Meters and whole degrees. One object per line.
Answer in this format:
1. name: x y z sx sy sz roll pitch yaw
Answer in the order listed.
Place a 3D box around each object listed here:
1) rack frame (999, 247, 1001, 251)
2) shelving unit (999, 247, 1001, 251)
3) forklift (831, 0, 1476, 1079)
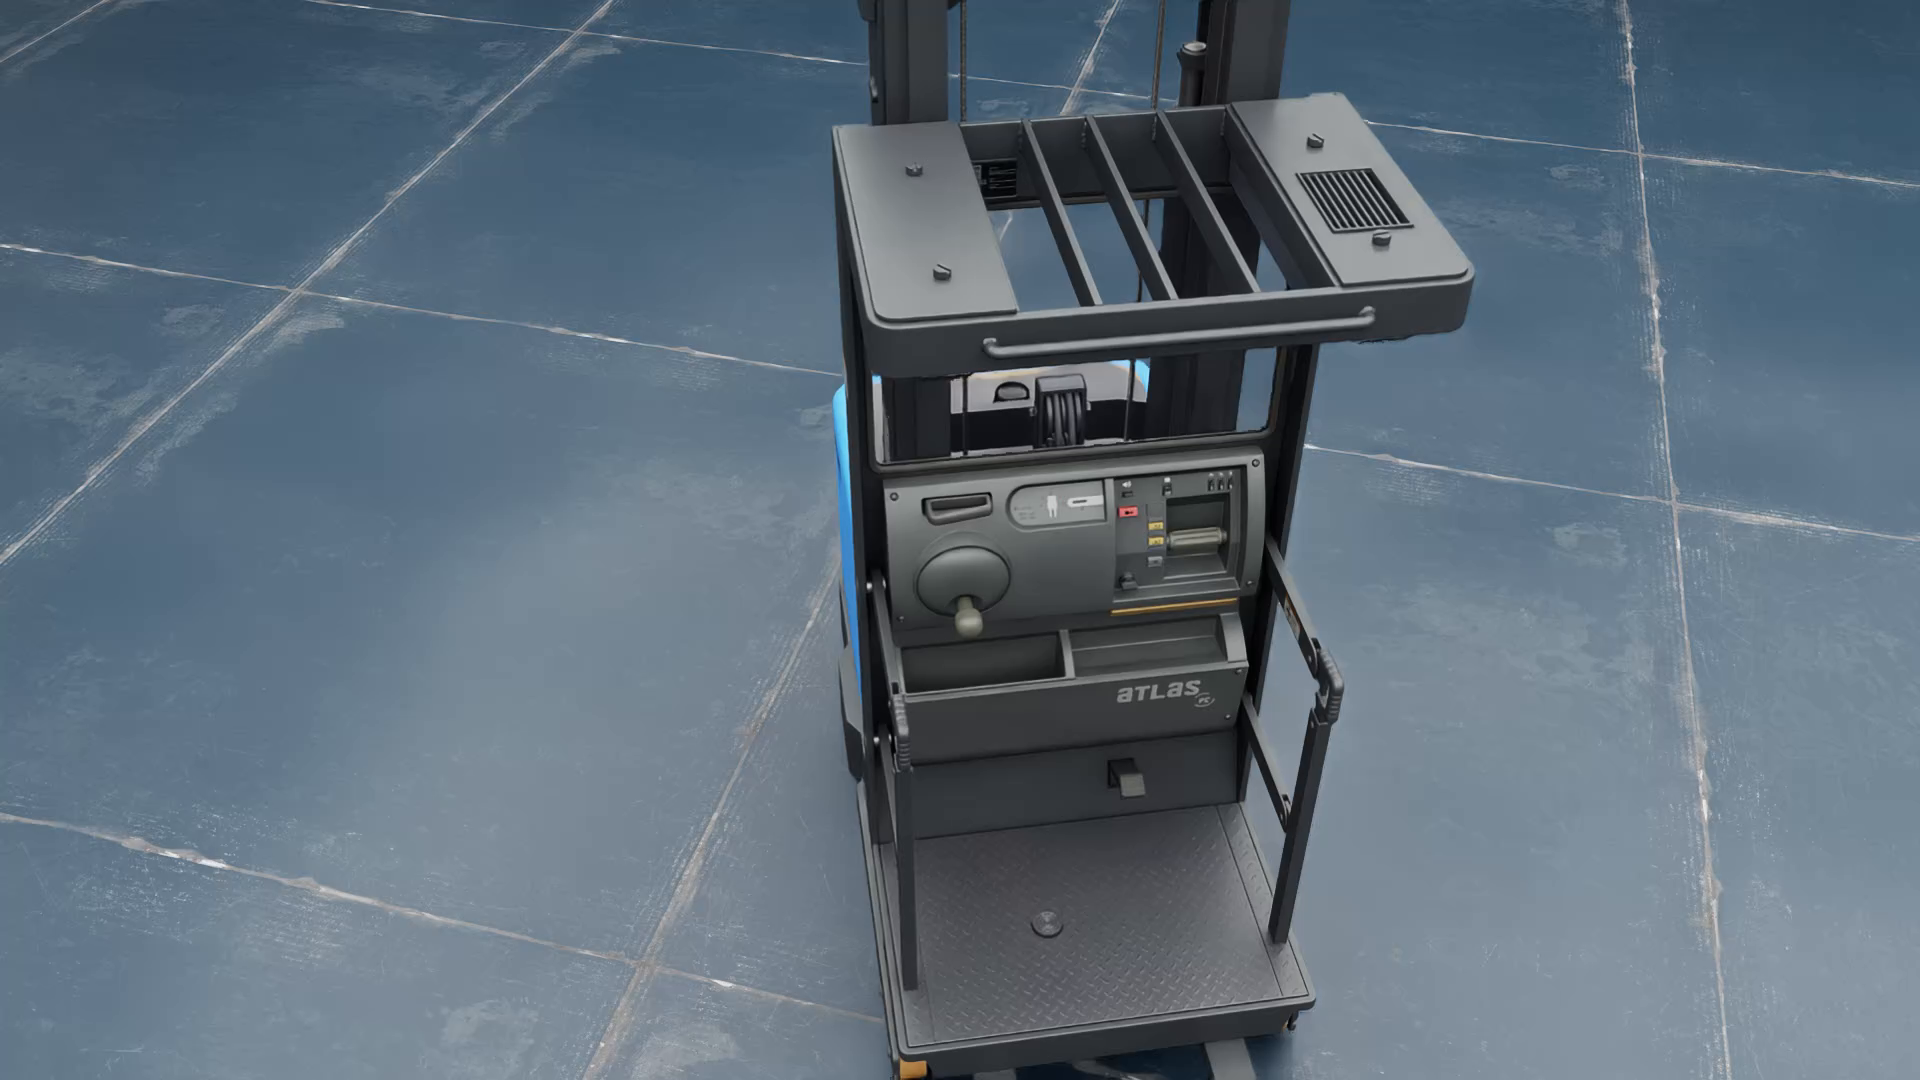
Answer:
1. rack frame: 0.102 -0.442 5.843 0.006 1.200 0.240 10 41 11
2. shelving unit: 0.014 -0.457 5.861 0.189 1.200 0.258 10 41 11
3. forklift: 0.317 0.086 3.869 1.130 2.935 3.031 -6 40 -7
